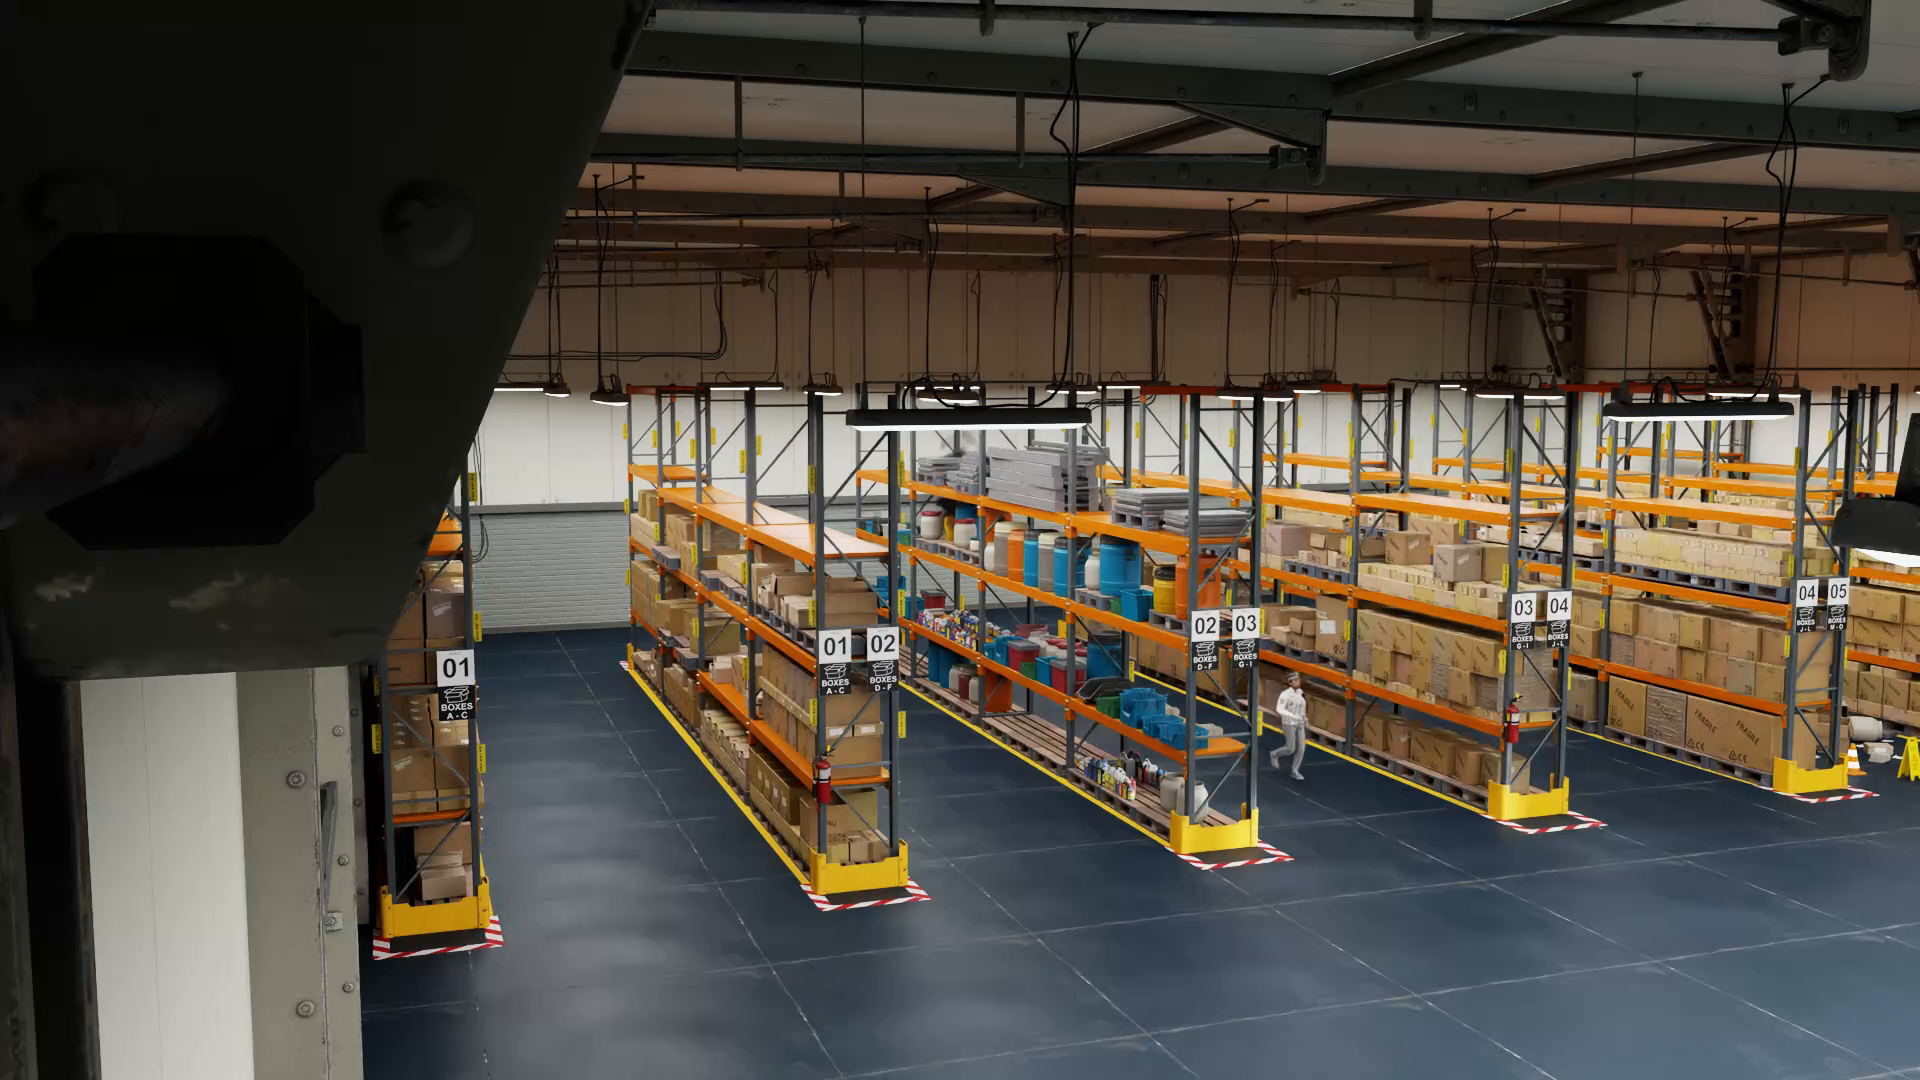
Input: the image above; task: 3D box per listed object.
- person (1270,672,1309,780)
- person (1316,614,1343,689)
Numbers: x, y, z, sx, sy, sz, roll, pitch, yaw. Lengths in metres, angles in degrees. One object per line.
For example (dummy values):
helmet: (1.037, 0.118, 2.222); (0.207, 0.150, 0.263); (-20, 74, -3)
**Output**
person: (5.132, 2.845, 25.769); (0.619, 1.663, 0.684); (-4, 7, -34)
person: (7.311, 2.035, 33.365); (0.632, 1.769, 1.095); (-2, 6, -21)
